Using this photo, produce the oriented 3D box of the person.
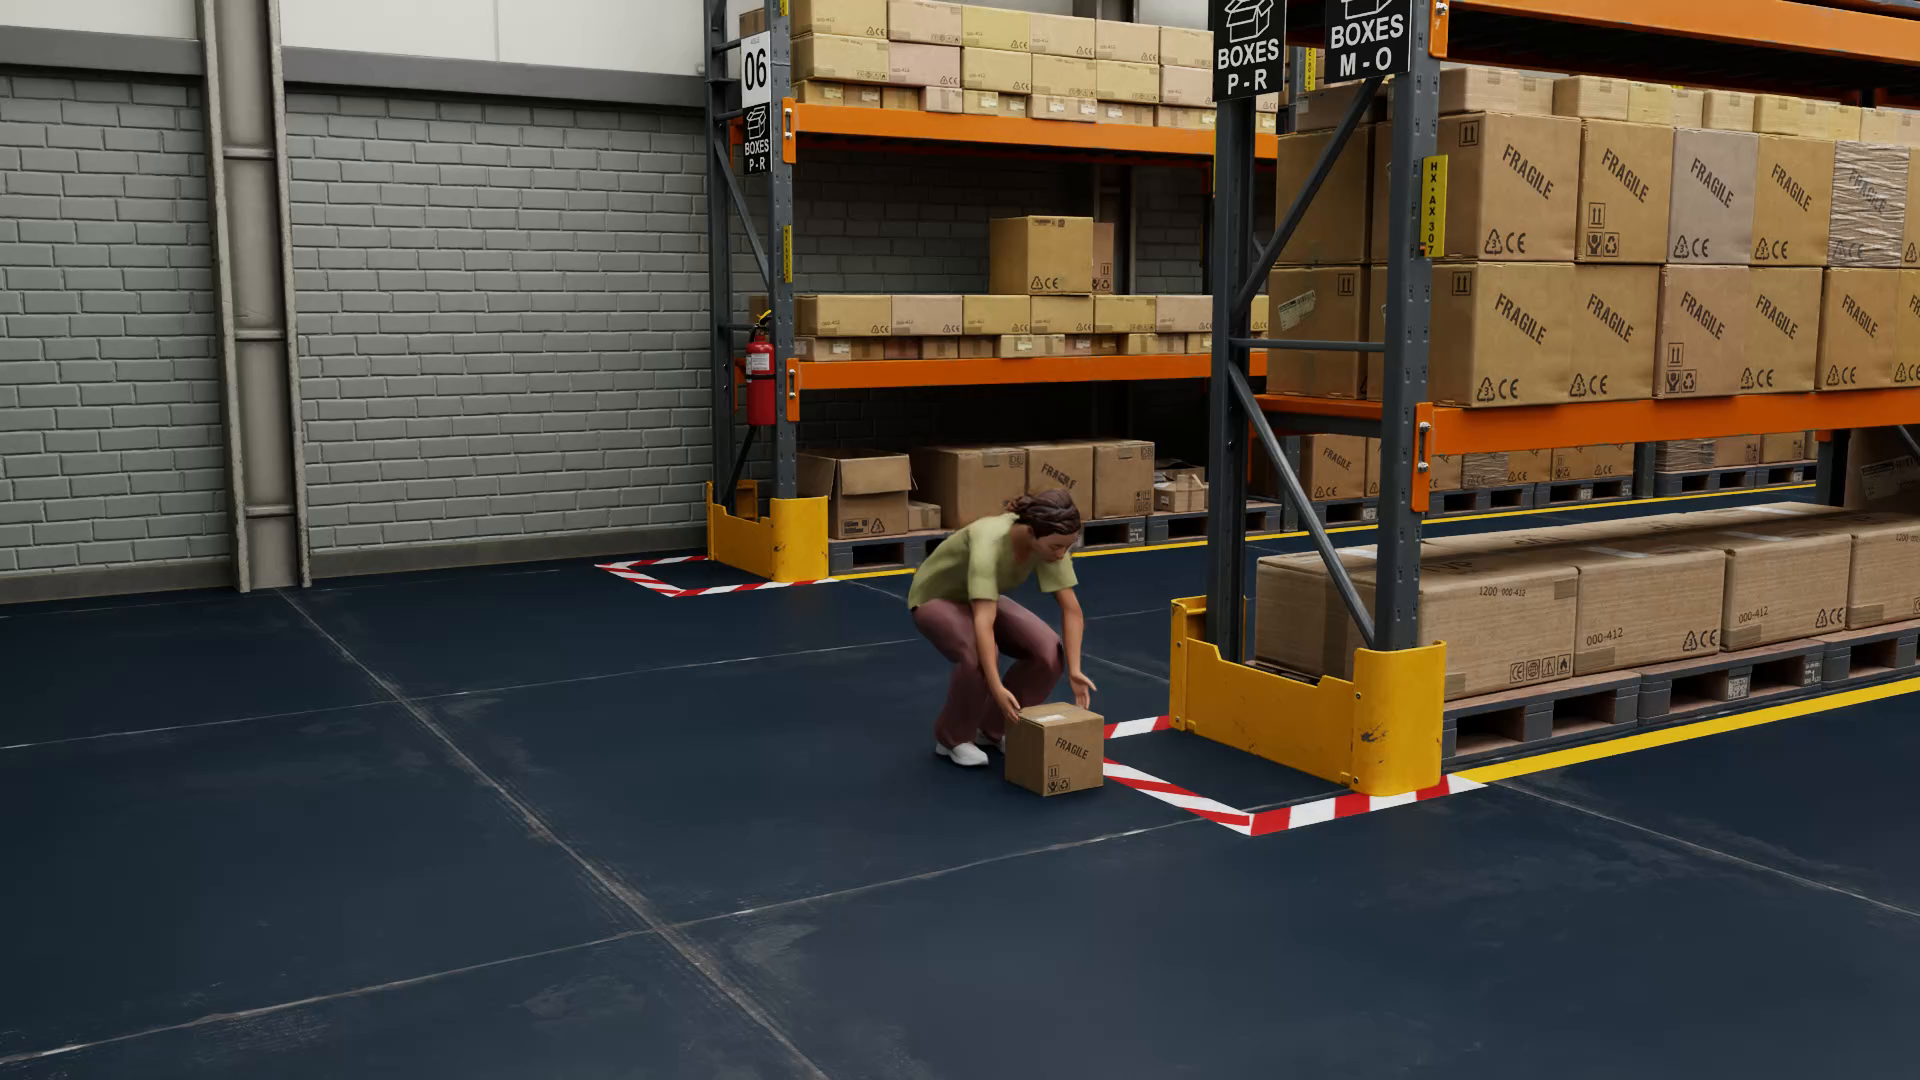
[{"bbox_3d":[0.151,0.298,6.058,0.491,1.023,0.777,-6,10,-34],"label":"person"}]
